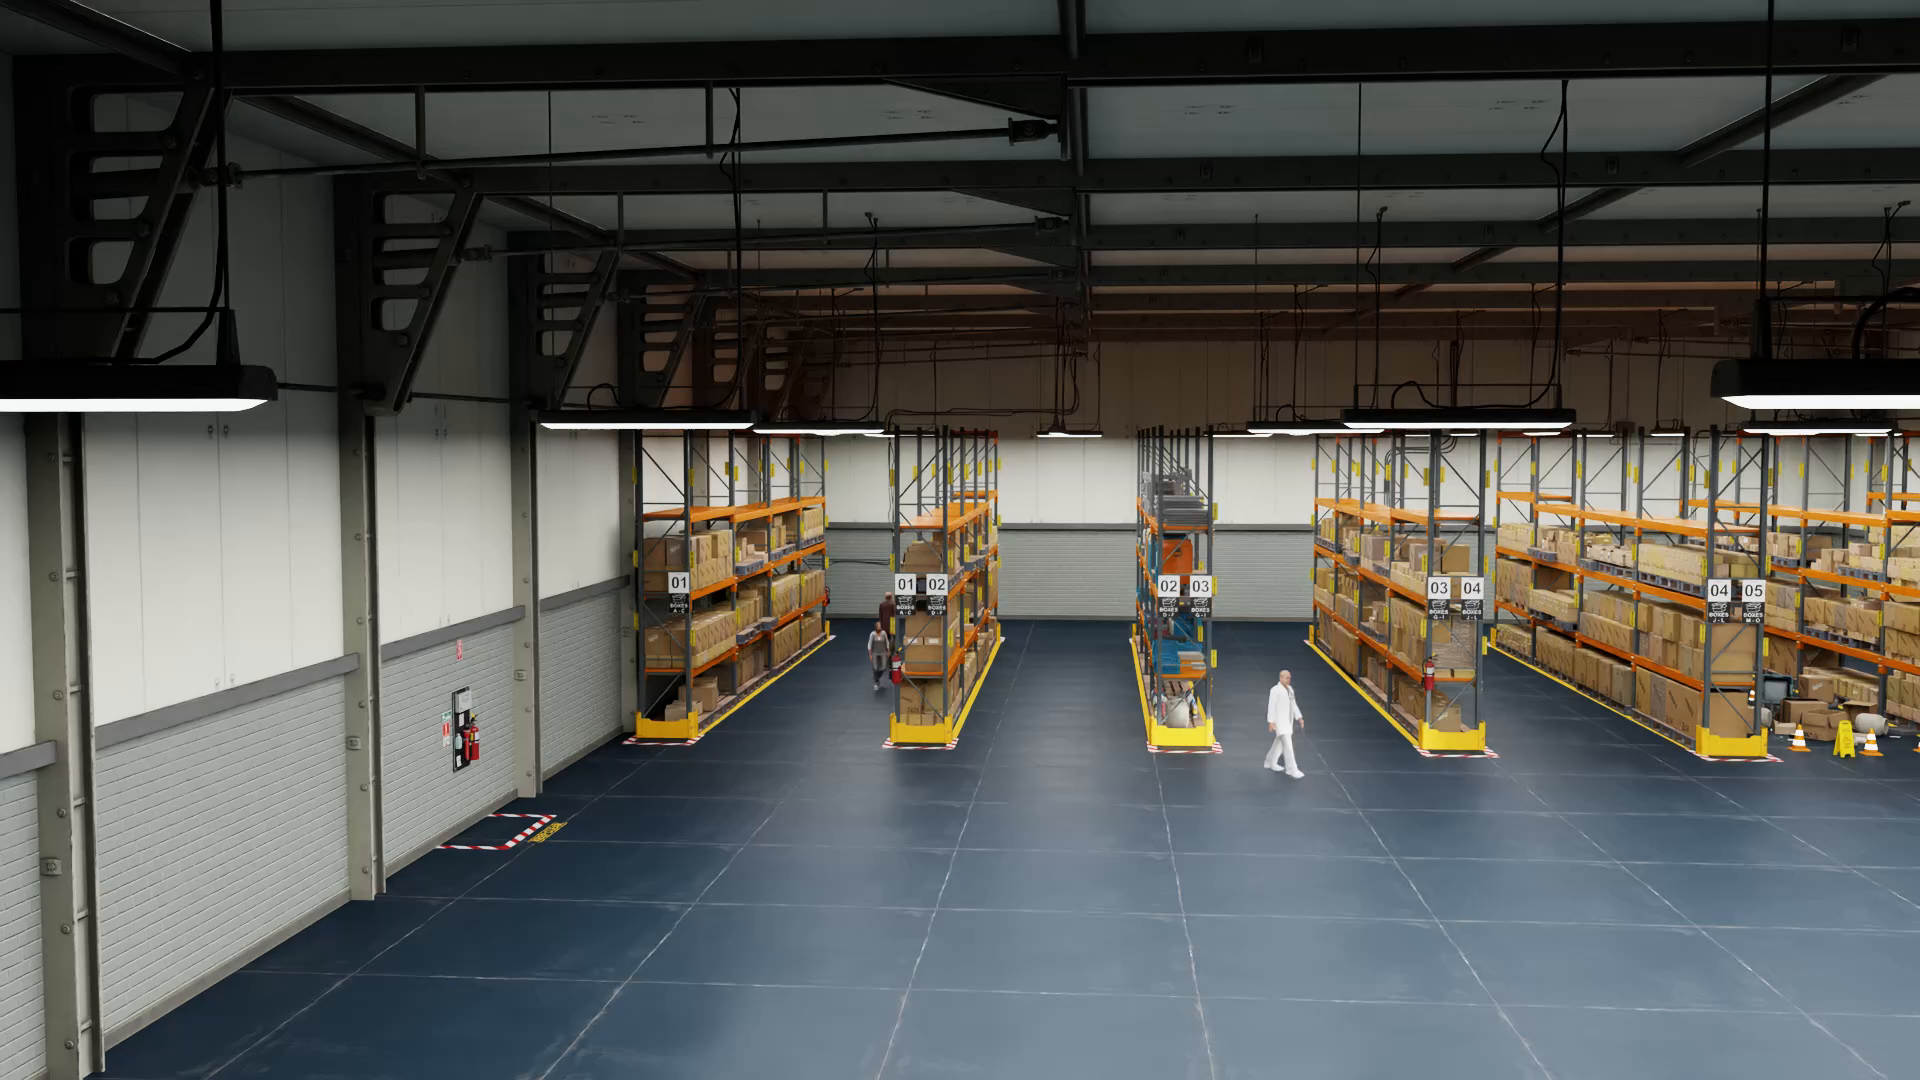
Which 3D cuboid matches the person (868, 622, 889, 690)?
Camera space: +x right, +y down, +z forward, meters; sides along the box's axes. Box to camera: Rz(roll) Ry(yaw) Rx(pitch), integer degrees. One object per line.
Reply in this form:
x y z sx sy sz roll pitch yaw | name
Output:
-1.875 2.647 38.282 0.503 1.581 0.482 0 3 -5 | person

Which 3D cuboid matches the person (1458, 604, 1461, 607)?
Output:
13.447 2.266 44.305 0.673 1.601 0.679 1 4 14 | person

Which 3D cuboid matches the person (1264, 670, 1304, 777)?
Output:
5.600 3.113 28.487 0.901 1.754 0.591 3 4 39 | person

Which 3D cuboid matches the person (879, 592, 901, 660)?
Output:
-1.856 2.239 43.218 0.626 1.779 0.563 2 4 33 | person
